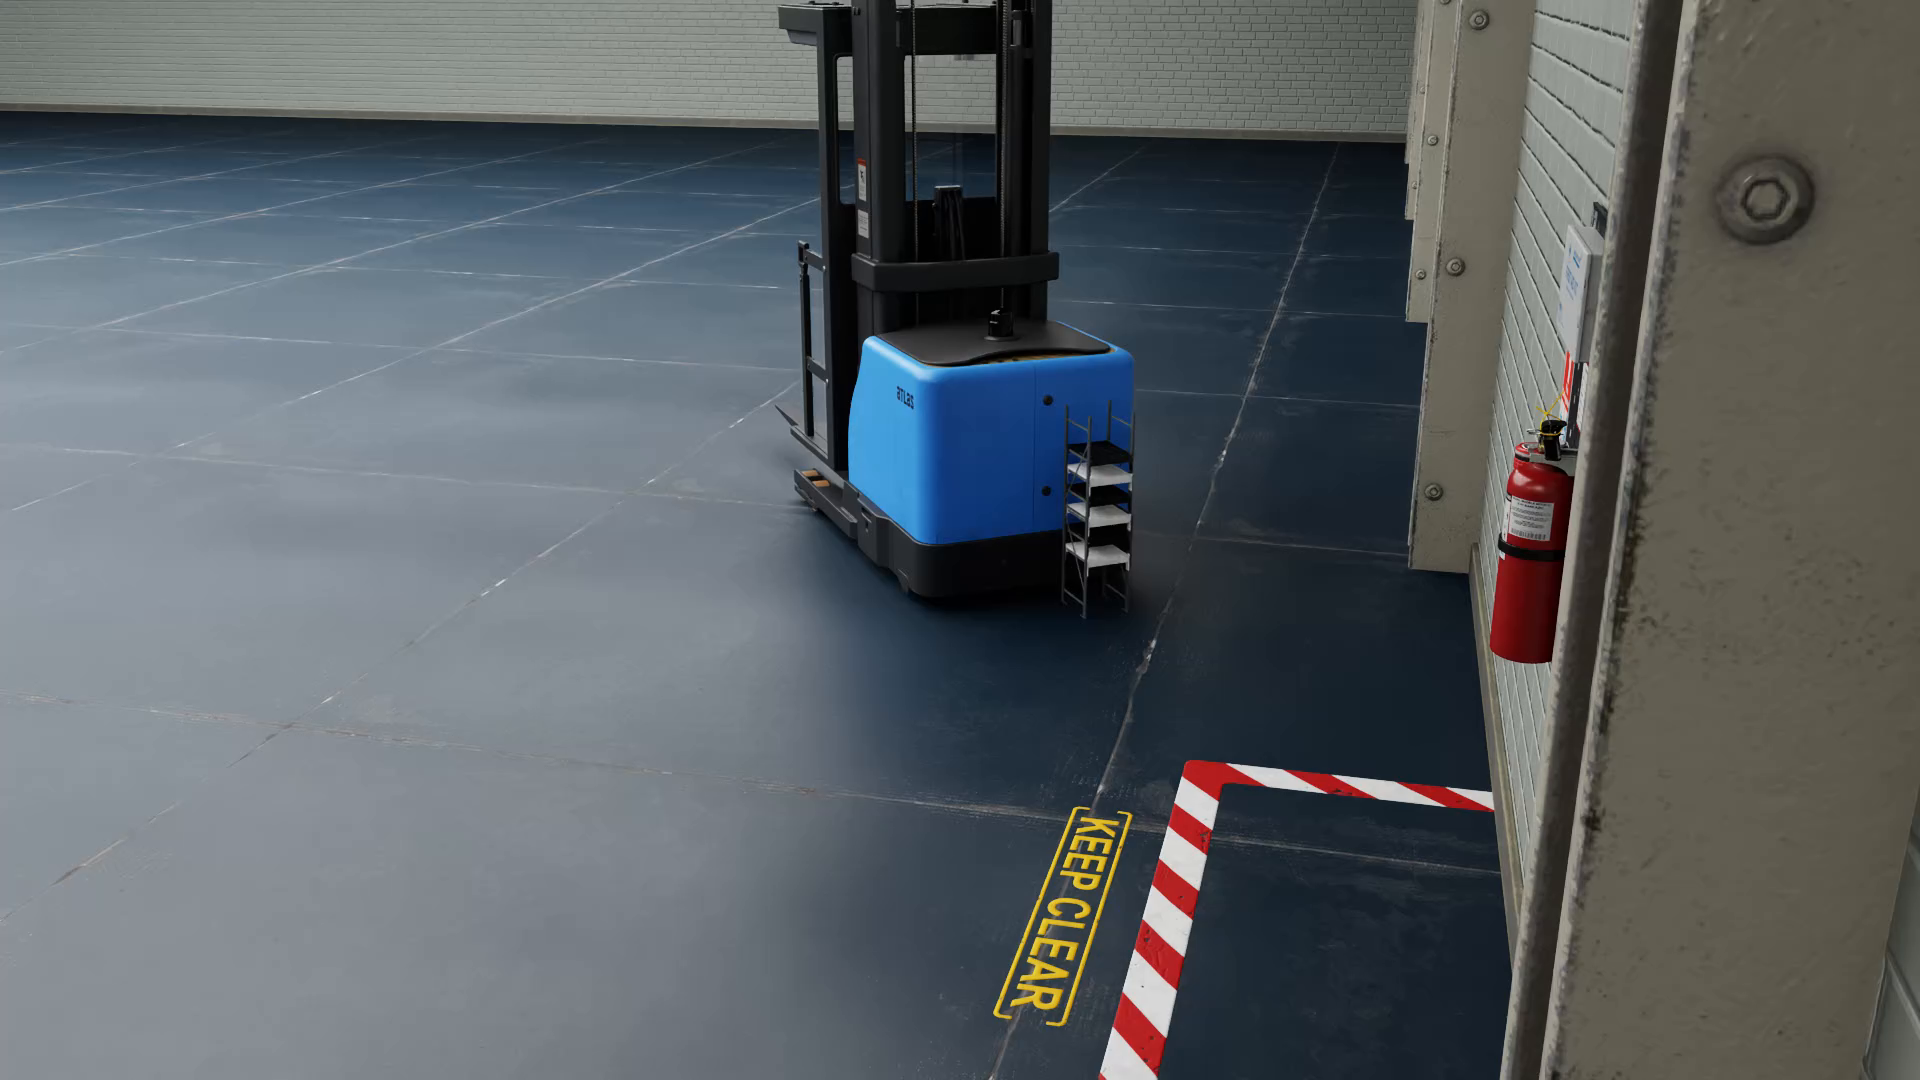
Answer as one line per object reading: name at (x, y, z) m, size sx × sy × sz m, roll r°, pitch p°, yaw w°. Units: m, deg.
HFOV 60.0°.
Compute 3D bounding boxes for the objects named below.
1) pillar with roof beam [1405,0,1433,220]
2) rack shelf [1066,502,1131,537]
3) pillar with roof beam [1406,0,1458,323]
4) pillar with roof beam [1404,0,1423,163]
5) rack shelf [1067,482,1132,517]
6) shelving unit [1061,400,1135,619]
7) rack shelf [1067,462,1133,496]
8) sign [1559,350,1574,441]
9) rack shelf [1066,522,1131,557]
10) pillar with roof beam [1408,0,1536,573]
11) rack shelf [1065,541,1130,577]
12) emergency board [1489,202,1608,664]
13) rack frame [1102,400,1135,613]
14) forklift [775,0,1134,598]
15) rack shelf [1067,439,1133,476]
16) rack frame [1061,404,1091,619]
pillar with roof beam at (1.058, -8.276, 18.496) m, size 9.100 × 9.000 × 0.400 m, roll 5°, pitch 19°, yaw 13°
rack shelf at (0.592, -0.099, 7.189) m, size 0.200 × 0.077 × 0.258 m, roll -7°, pitch 20°, yaw -21°
pillar with roof beam at (-0.408, -6.395, 12.990) m, size 9.100 × 9.000 × 0.400 m, roll 5°, pitch 19°, yaw 13°
pillar with roof beam at (2.524, -10.157, 24.001) m, size 9.100 × 9.000 × 0.400 m, roll 5°, pitch 19°, yaw 13°
rack shelf at (0.592, -0.184, 7.160) m, size 0.200 × 0.077 × 0.258 m, roll -7°, pitch 20°, yaw -21°
shelving unit at (0.592, -0.131, 7.178) m, size 0.210 × 0.900 × 0.258 m, roll -7°, pitch 20°, yaw -21°
rack shelf at (0.592, -0.270, 7.131) m, size 0.200 × 0.077 × 0.258 m, roll -7°, pitch 20°, yaw -21°
sign at (1.710, -0.409, 4.689) m, size 0.001 × 0.329 × 0.234 m, roll 5°, pitch 19°, yaw 13°
rack shelf at (0.592, -0.014, 7.218) m, size 0.200 × 0.077 × 0.258 m, roll -7°, pitch 20°, yaw -21°
pillar with roof beam at (-1.874, -4.515, 7.484) m, size 9.100 × 9.000 × 0.400 m, roll 5°, pitch 19°, yaw 13°
rack shelf at (0.592, 0.071, 7.247) m, size 0.200 × 0.077 × 0.258 m, roll -7°, pitch 20°, yaw -21°
emergency board at (1.475, -0.227, 4.211) m, size 0.194 × 1.169 × 0.643 m, roll 5°, pitch 19°, yaw 13°
rack frame at (0.686, -0.143, 7.215) m, size 0.006 × 0.900 × 0.240 m, roll -7°, pitch 20°, yaw -21°
forklift at (-0.229, -1.575, 8.264) m, size 1.130 × 2.935 × 3.031 m, roll -7°, pitch 20°, yaw -20°
rack shelf at (0.592, -0.355, 7.102) m, size 0.200 × 0.077 × 0.258 m, roll -7°, pitch 20°, yaw -21°
rack frame at (0.498, -0.119, 7.142) m, size 0.006 × 0.900 × 0.240 m, roll -7°, pitch 20°, yaw -21°
